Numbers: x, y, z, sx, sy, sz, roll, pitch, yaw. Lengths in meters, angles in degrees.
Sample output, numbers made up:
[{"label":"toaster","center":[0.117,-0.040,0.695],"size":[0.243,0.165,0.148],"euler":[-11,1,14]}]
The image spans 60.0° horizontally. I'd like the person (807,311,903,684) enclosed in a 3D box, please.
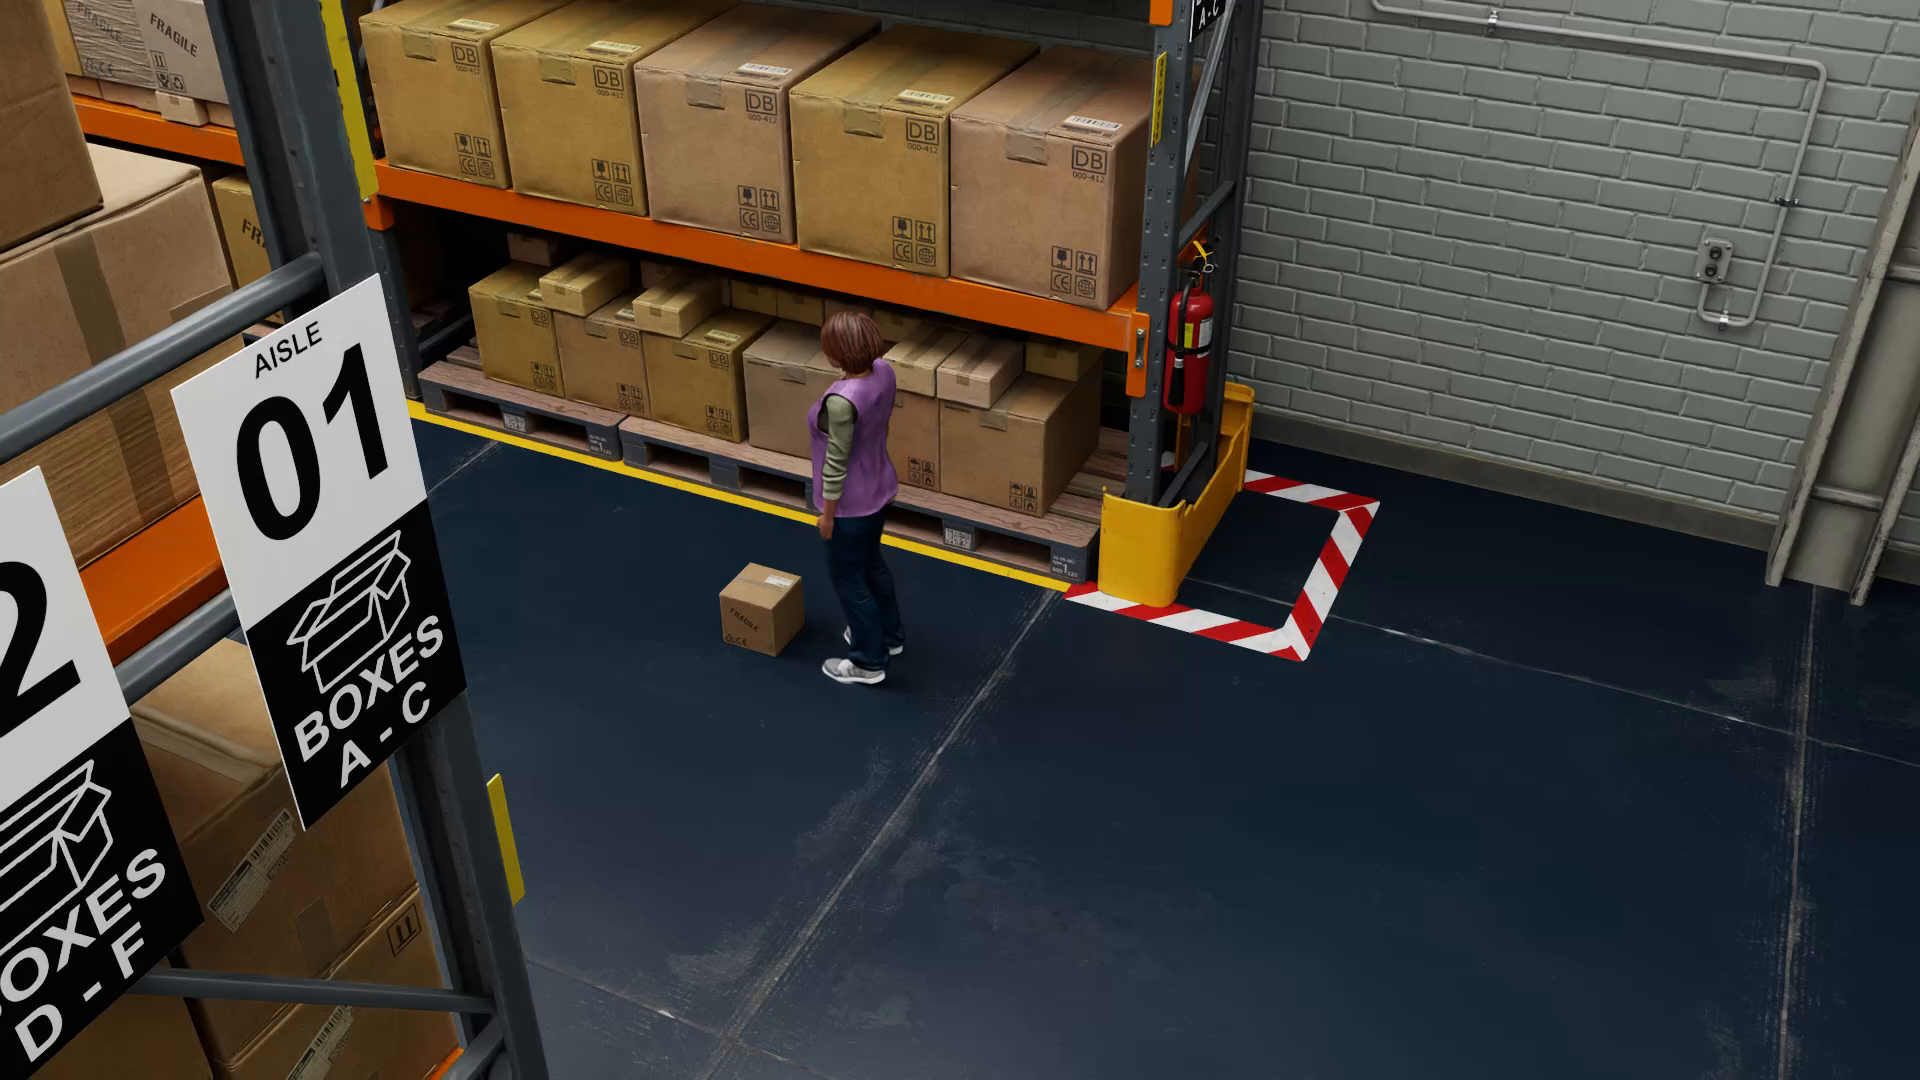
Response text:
[{"label":"person","center":[-0.405,-0.143,6.383],"size":[0.300,1.588,0.405],"euler":[15,37,21]}]
